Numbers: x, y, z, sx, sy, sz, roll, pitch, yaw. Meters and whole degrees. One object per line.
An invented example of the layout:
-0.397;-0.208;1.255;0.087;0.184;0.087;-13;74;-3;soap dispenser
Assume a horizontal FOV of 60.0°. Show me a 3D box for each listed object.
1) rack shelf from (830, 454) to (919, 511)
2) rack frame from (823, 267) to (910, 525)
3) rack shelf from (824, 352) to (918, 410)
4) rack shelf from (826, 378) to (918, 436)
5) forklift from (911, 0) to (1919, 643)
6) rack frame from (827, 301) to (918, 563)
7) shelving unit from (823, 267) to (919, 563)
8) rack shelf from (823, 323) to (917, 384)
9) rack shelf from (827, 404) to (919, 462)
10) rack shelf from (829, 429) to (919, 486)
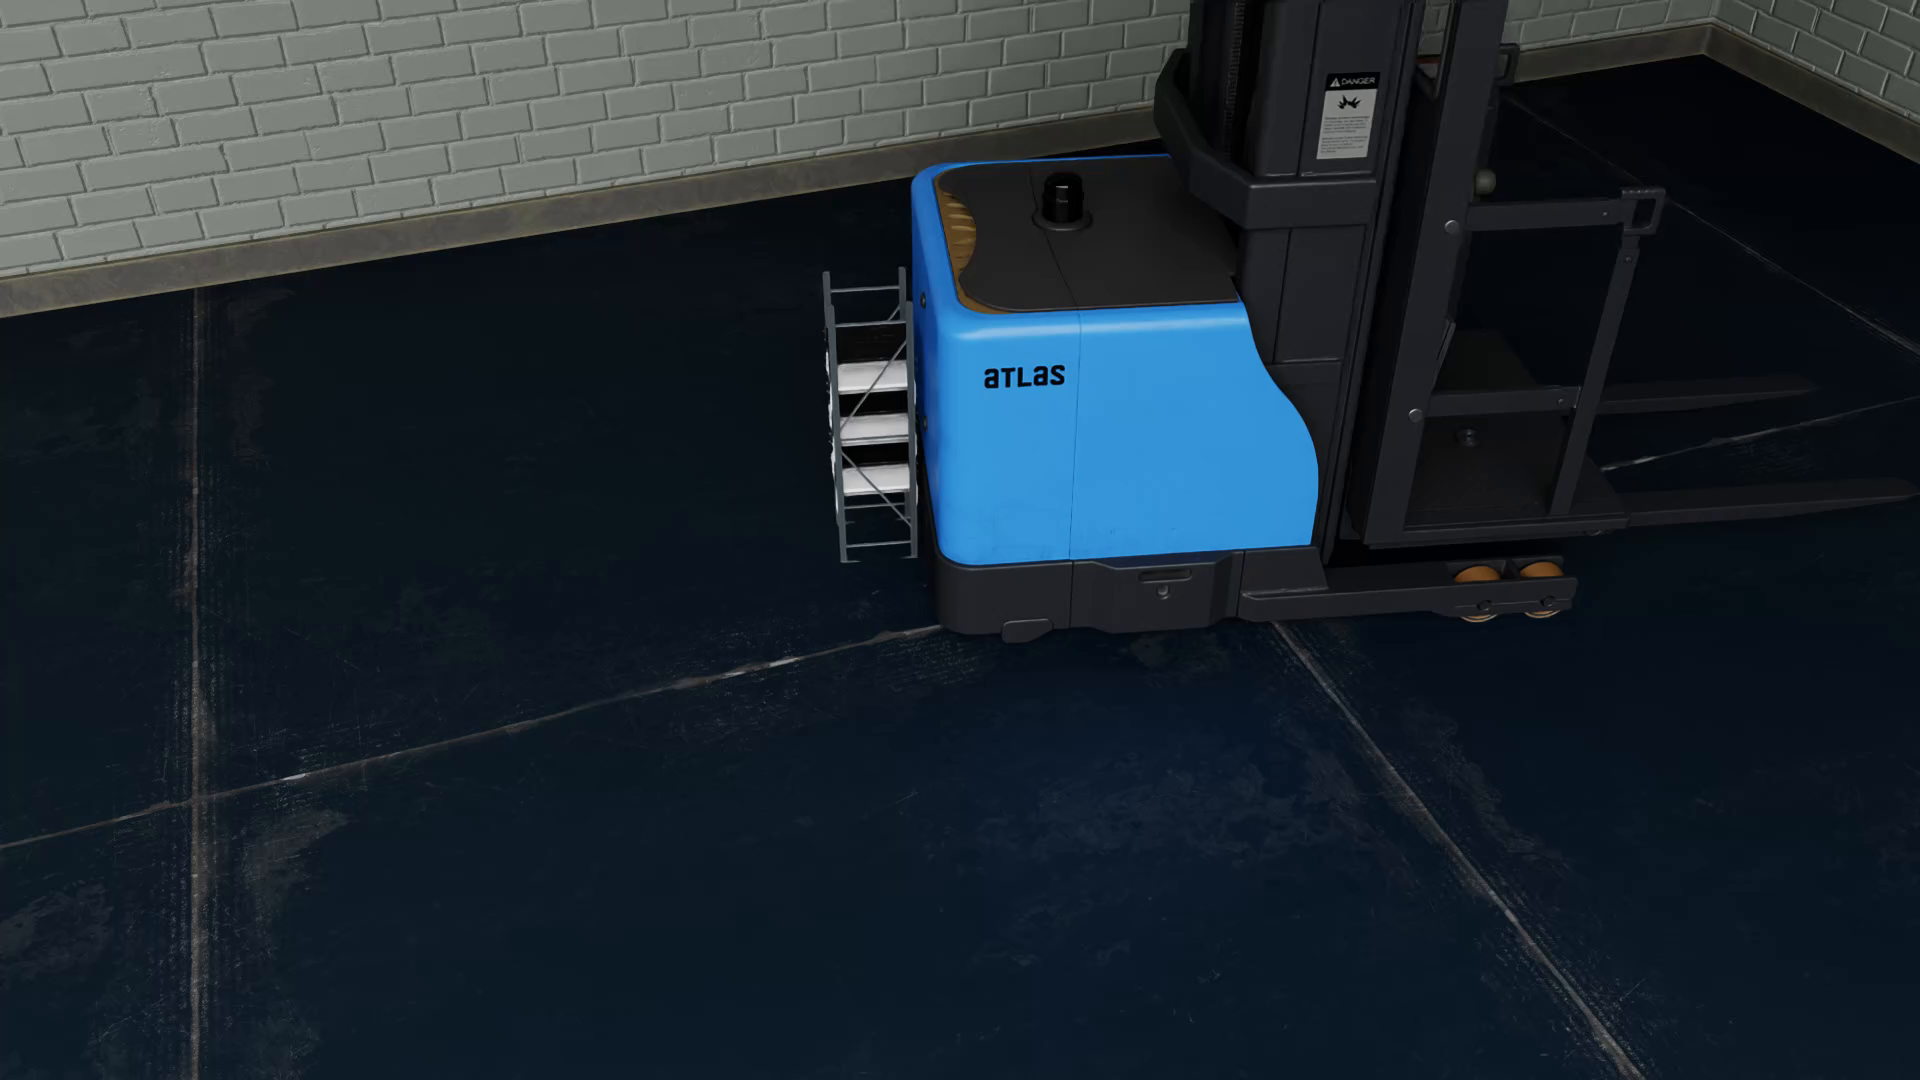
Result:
-0.263;-0.188;5.106;0.258;0.077;0.200;-4;37;-6;rack shelf
-0.276;-0.419;5.058;0.240;0.900;0.006;-4;37;-6;rack frame
-0.263;-0.475;4.890;0.258;0.077;0.200;-4;37;-6;rack shelf
-0.263;-0.404;4.944;0.258;0.077;0.200;-4;37;-6;rack shelf
1.392;-1.242;4.463;3.031;2.935;1.130;-4;37;-5;forklift
-0.250;-0.298;4.897;0.240;0.900;0.006;-4;37;-6;rack frame
-0.263;-0.358;4.978;0.258;0.900;0.210;-4;37;-6;shelving unit
-0.263;-0.547;4.835;0.258;0.077;0.200;-4;37;-6;rack shelf
-0.263;-0.332;4.998;0.258;0.077;0.200;-4;37;-6;rack shelf
-0.263;-0.260;5.052;0.258;0.077;0.200;-4;37;-6;rack shelf
